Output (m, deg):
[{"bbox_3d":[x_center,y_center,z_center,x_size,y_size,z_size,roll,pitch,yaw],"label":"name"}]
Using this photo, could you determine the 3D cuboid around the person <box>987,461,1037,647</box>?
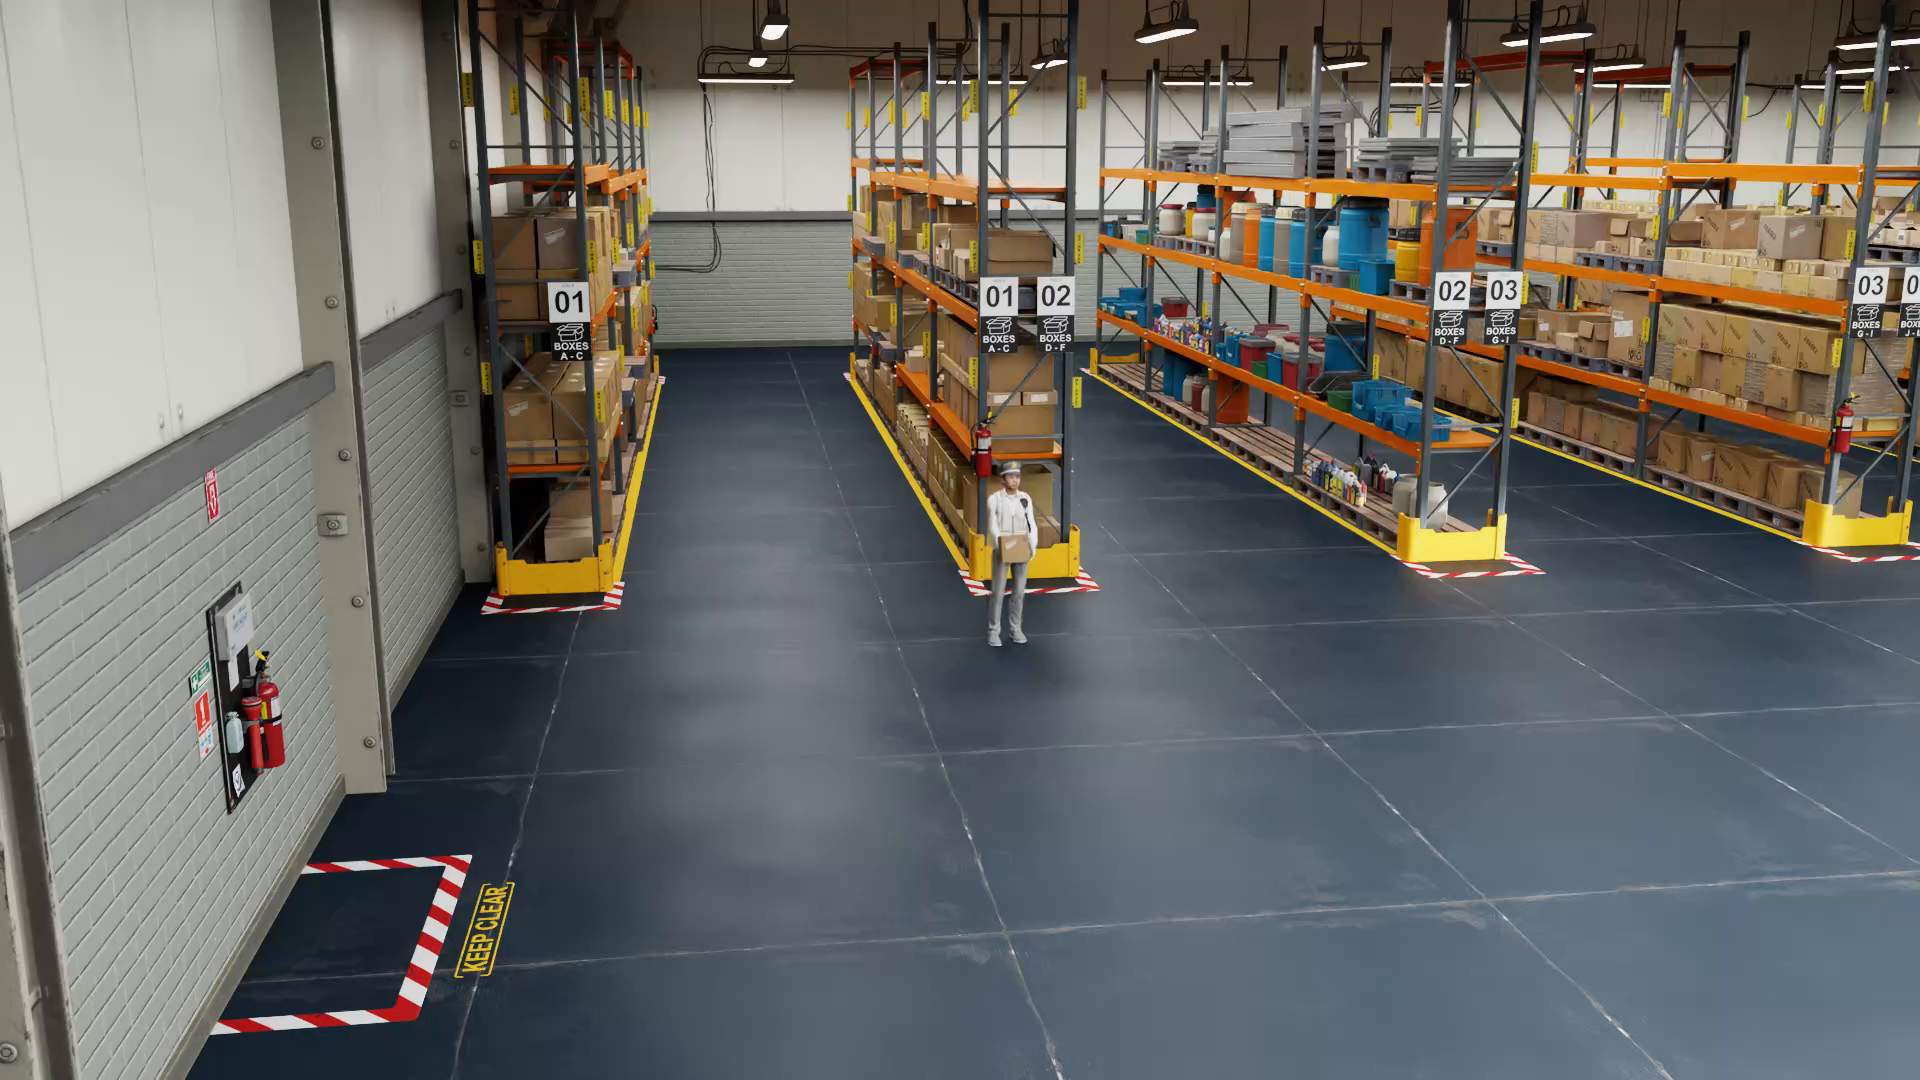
[{"bbox_3d":[0.477,0.121,15.390,0.496,1.700,0.543,-4,14,-18],"label":"person"}]
